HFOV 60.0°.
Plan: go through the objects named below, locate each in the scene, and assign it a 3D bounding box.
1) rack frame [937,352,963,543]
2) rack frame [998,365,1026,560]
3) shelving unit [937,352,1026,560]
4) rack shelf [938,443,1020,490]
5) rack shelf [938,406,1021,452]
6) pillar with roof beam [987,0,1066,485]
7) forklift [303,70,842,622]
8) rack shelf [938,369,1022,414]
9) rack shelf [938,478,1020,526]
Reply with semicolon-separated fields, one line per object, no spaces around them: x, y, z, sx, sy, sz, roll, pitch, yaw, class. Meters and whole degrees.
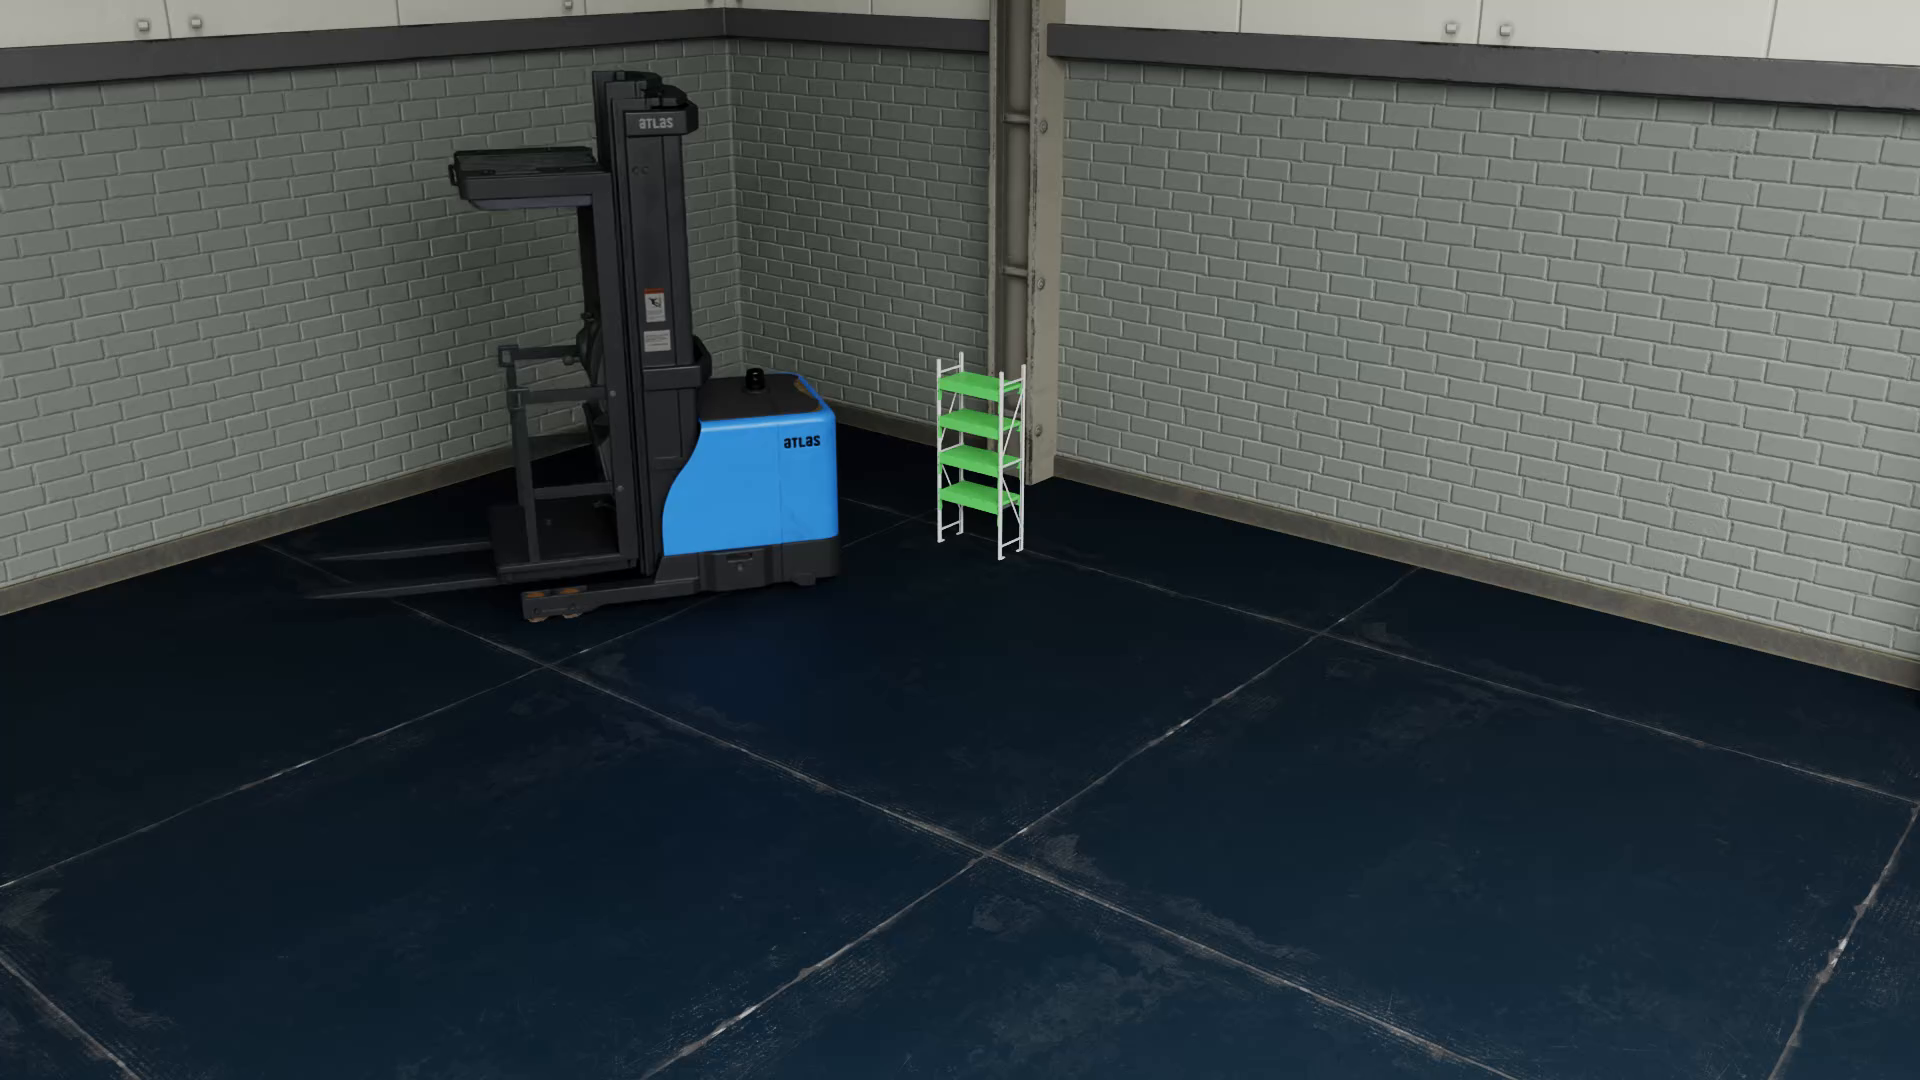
-0.061;-0.579;10.503;0.015;1.200;0.240;16;26;36;rack frame
0.317;-0.470;10.214;0.015;1.200;0.240;16;26;36;rack frame
0.128;-0.524;10.359;0.503;1.200;0.258;16;26;36;shelving unit
0.128;-0.465;10.381;0.480;0.148;0.258;16;26;36;rack shelf
0.128;-0.689;10.296;0.480;0.148;0.258;16;26;36;rack shelf
-2.284;-3.504;7.206;0.400;9.000;9.100;16;26;36;pillar with roof beam
-2.283;-1.114;9.468;3.031;2.935;1.130;-6;22;-16;forklift
0.128;-0.914;10.212;0.480;0.148;0.258;16;26;36;rack shelf
0.128;-0.240;10.466;0.480;0.148;0.258;16;26;36;rack shelf
